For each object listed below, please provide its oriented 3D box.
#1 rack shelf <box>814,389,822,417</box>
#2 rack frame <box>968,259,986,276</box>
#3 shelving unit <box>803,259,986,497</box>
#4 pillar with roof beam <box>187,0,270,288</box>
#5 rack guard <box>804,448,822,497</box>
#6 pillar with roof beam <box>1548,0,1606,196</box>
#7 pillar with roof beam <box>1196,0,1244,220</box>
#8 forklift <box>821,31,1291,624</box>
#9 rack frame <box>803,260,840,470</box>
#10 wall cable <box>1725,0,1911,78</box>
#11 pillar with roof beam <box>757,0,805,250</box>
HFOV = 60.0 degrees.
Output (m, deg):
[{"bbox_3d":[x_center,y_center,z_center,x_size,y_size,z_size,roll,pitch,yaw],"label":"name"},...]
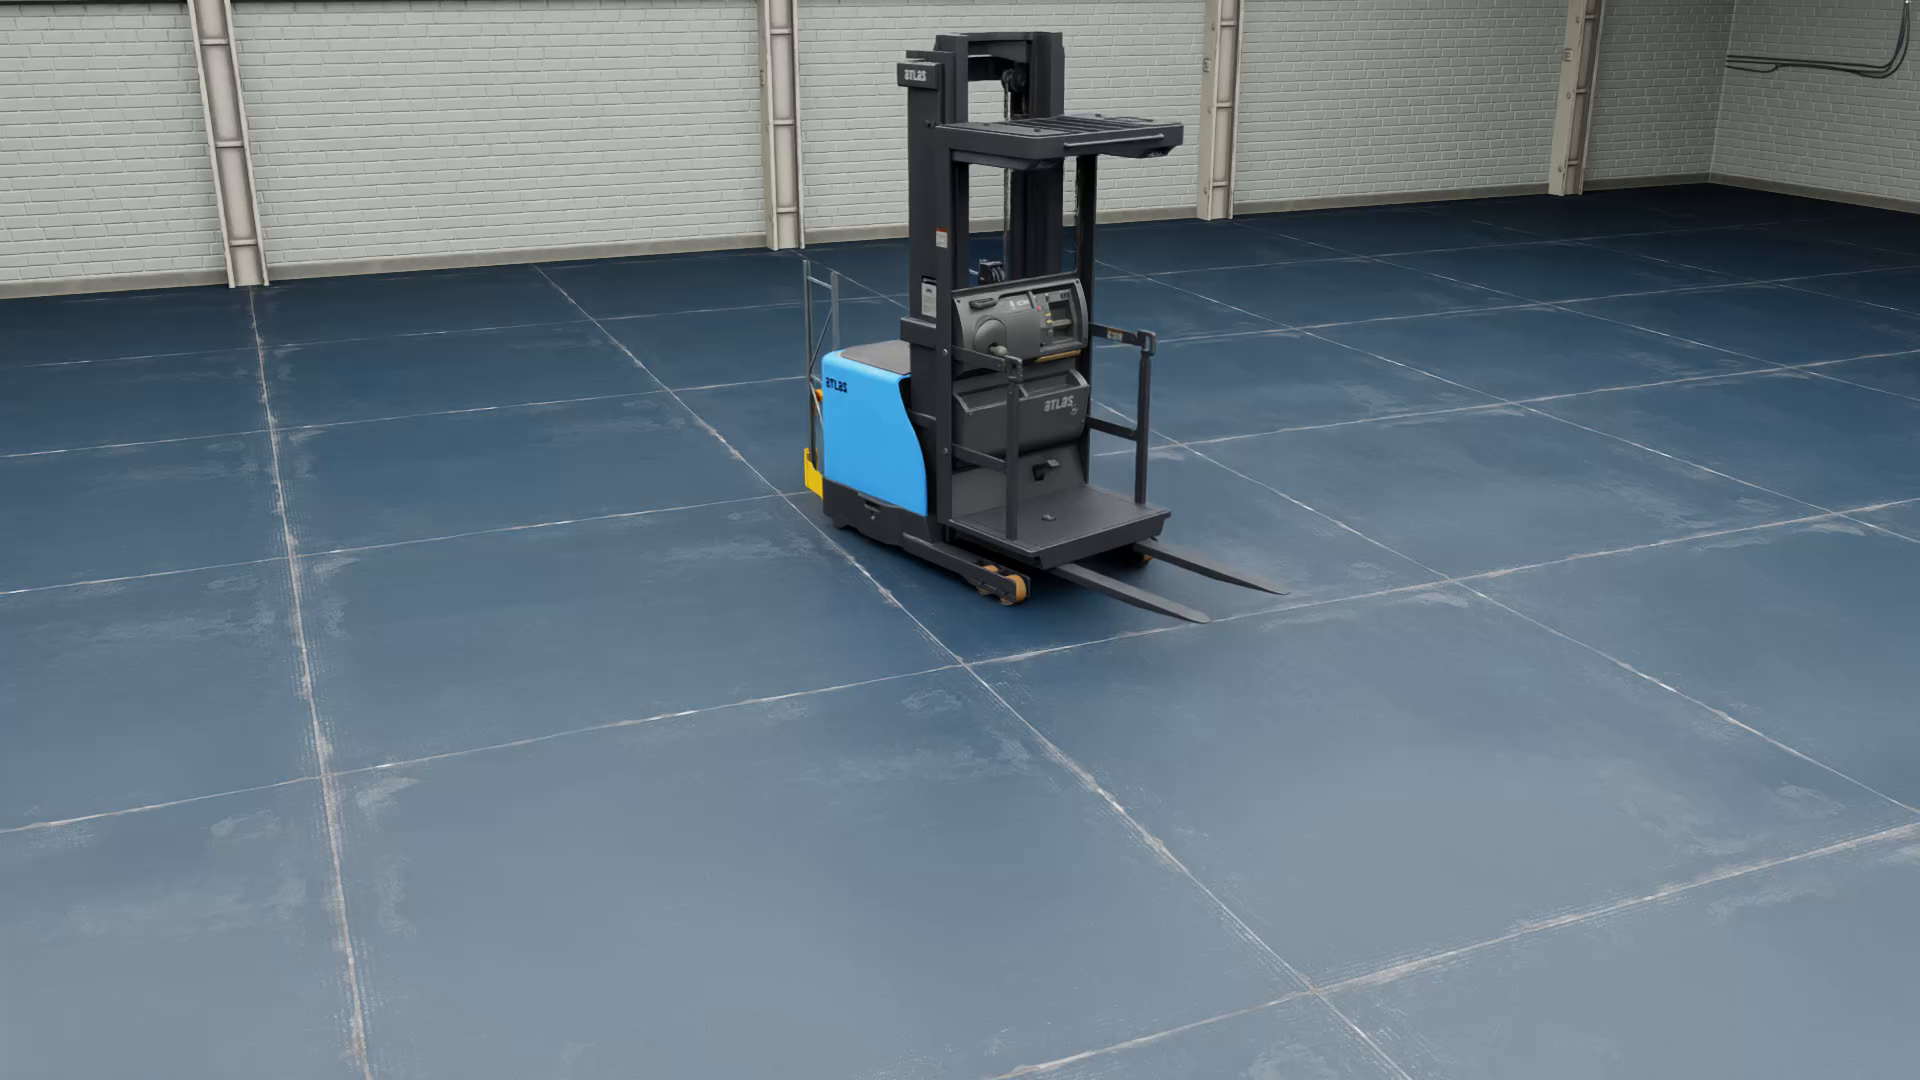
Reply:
[{"bbox_3d":[-0.415,-0.900,10.861,1.000,0.185,0.538,-10,22,-25],"label":"rack shelf"},{"bbox_3d":[0.039,-1.146,11.017,0.032,1.500,0.500,-10,22,-25],"label":"rack frame"},{"bbox_3d":[-0.423,-1.068,10.798,1.083,1.500,0.587,-10,22,-25],"label":"shelving unit"},{"bbox_3d":[-5.907,-5.672,12.583,0.400,9.000,9.100,-8,21,-22],"label":"pillar with roof beam"},{"bbox_3d":[-0.868,-0.404,10.794,0.087,0.250,0.587,-10,22,-25],"label":"rack guard"},{"bbox_3d":[10.621,-8.040,19.308,0.400,9.000,9.100,-8,21,-22],"label":"pillar with roof beam"},{"bbox_3d":[5.111,-7.251,17.066,0.400,9.000,9.100,-8,21,-22],"label":"pillar with roof beam"},{"bbox_3d":[0.484,-1.218,9.068,1.130,2.935,3.031,-16,25,-37],"label":"forklift"},{"bbox_3d":[-0.869,-0.994,10.586,0.032,1.500,0.500,-10,22,-25],"label":"rack frame"},{"bbox_3d":[12.144,-7.873,23.507,0.112,2.526,3.097,-8,21,-22],"label":"wall cable"},{"bbox_3d":[-0.398,-6.462,14.824,0.400,9.000,9.100,-8,21,-22],"label":"pillar with roof beam"}]
